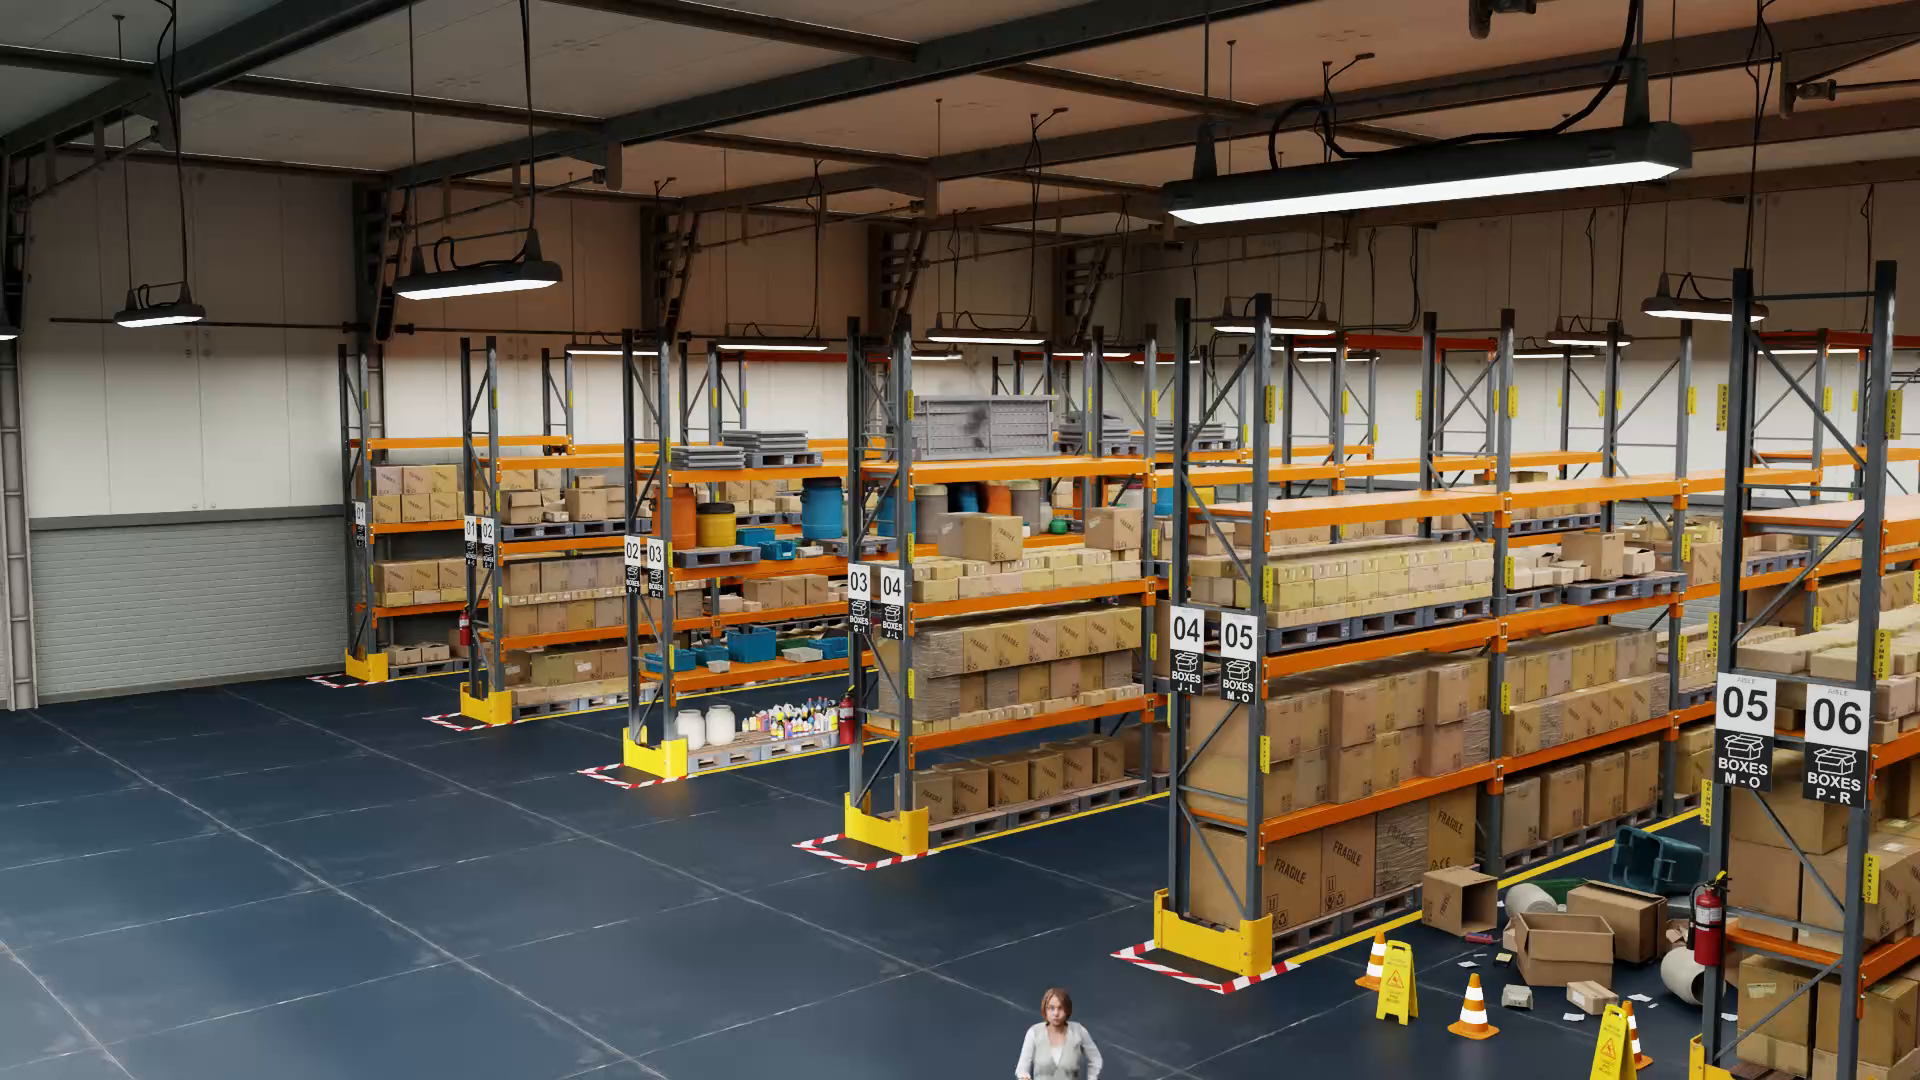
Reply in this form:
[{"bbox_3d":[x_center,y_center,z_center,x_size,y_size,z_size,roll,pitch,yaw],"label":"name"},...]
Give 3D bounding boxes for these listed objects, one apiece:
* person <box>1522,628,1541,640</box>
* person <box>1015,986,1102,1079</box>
[{"bbox_3d":[8.521,2.083,24.760,0.666,1.750,0.625,4,7,38],"label":"person"},{"bbox_3d":[0.591,3.485,10.040,0.526,1.556,0.536,1,5,6],"label":"person"}]
